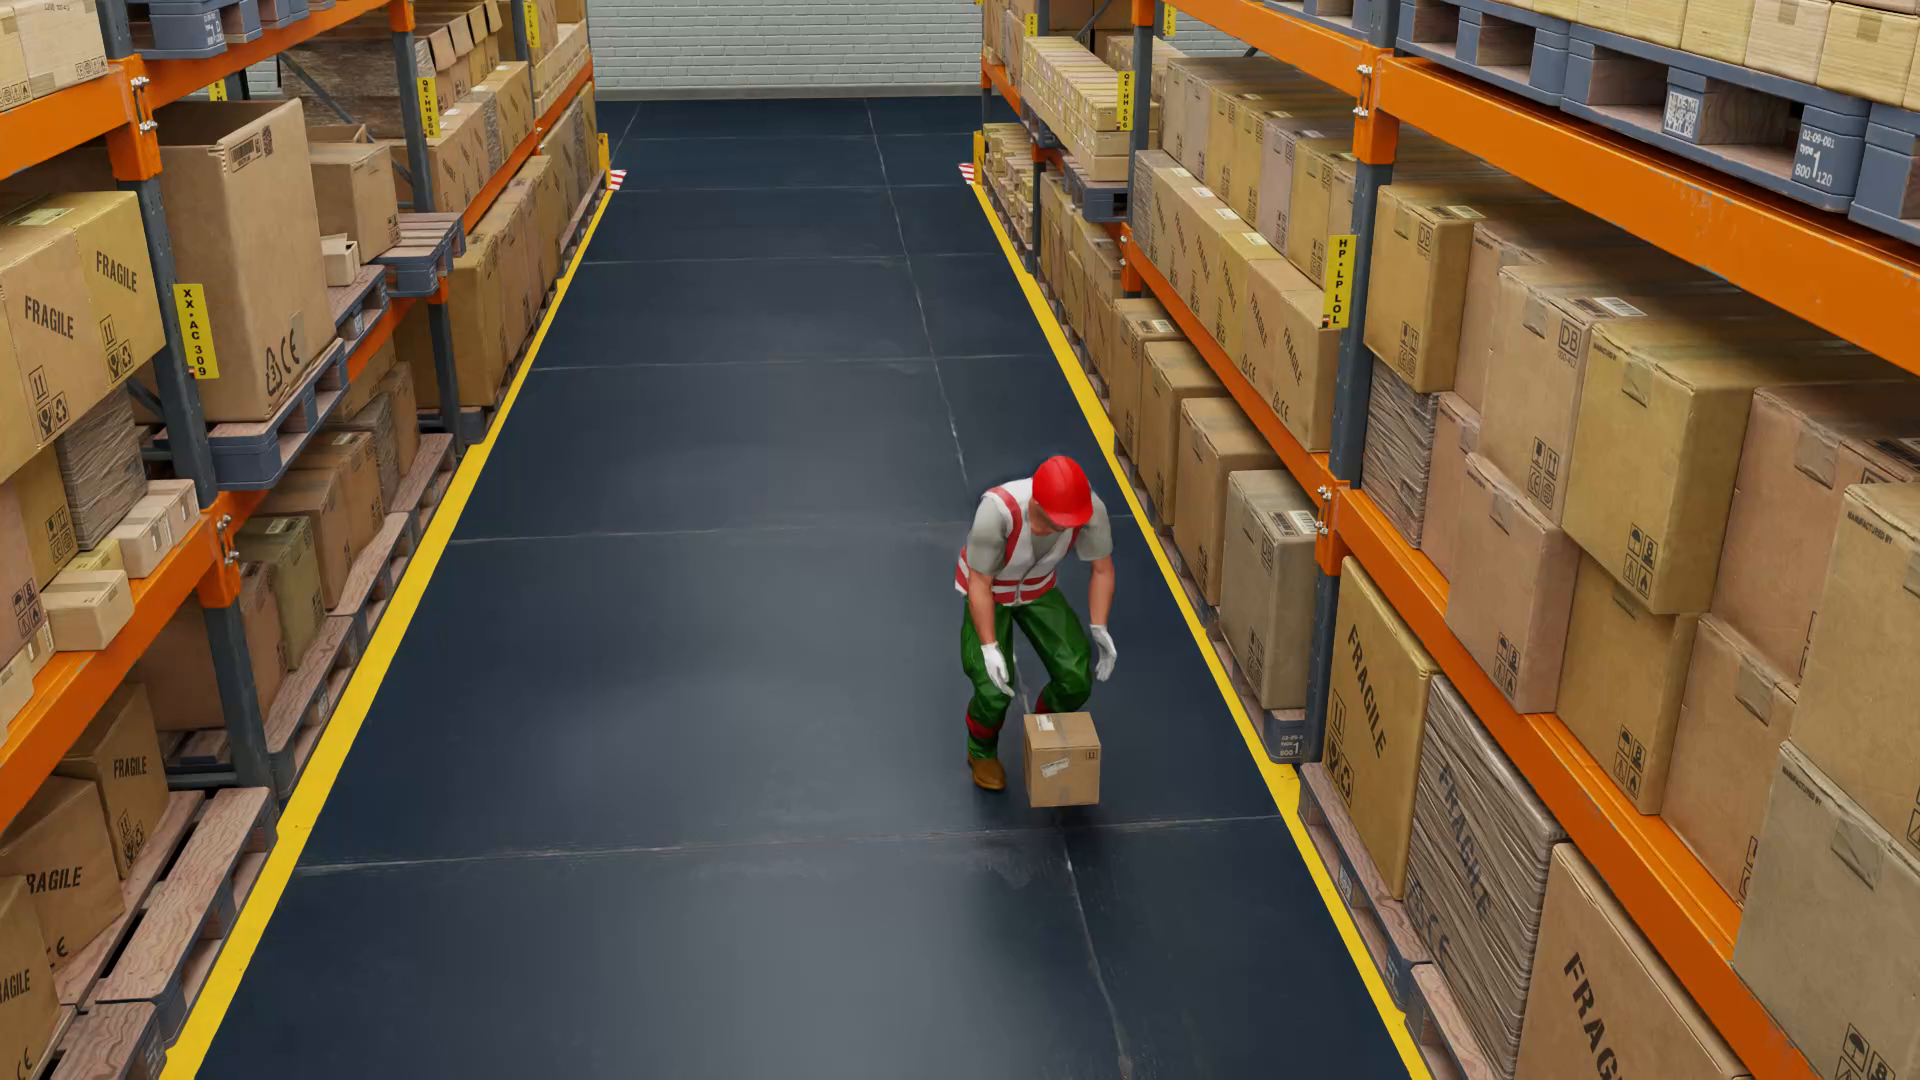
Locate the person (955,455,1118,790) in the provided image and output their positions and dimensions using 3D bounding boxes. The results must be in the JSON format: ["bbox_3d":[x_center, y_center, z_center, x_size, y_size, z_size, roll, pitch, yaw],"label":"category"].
[{"bbox_3d":[0.286,0.280,6.359,0.583,1.443,0.749,-7,24,-16],"label":"person"}]
